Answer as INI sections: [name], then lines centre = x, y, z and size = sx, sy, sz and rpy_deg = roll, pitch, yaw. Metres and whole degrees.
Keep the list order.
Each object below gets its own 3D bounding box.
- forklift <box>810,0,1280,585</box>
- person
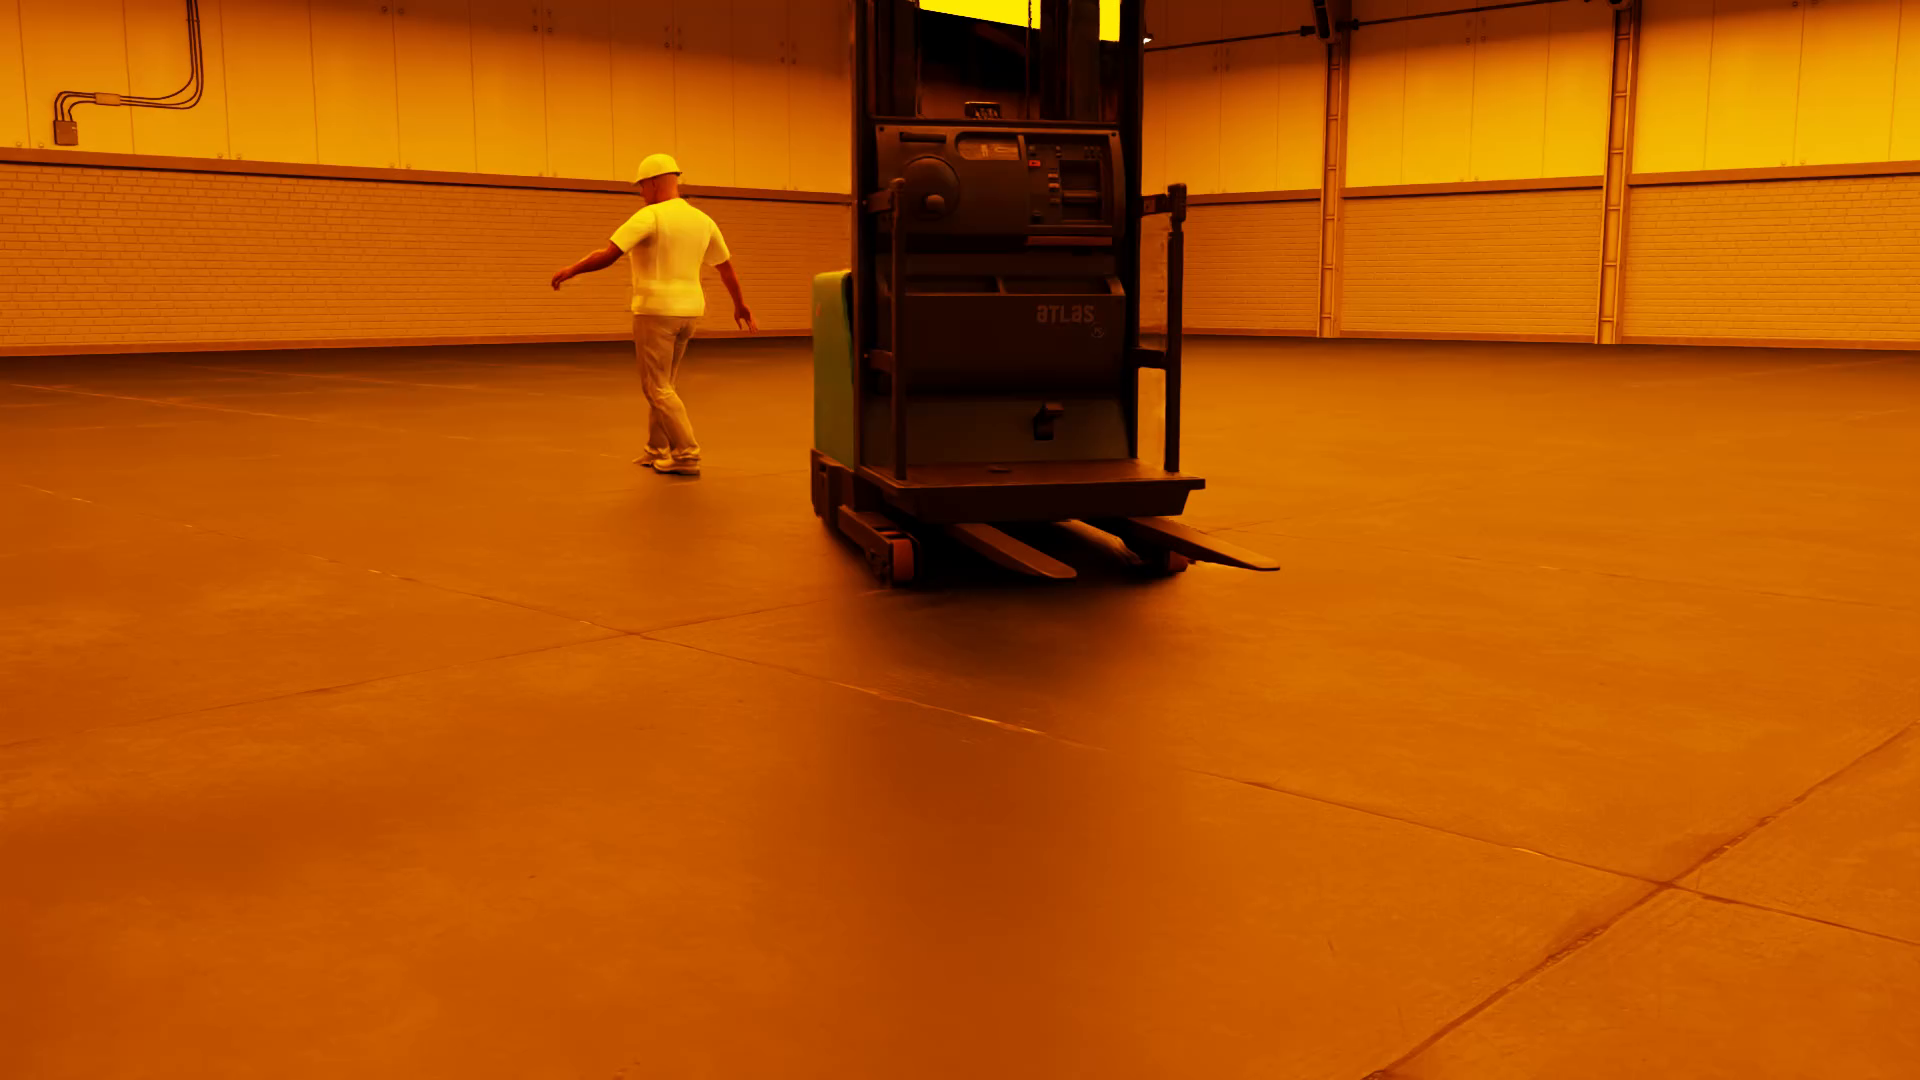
[forklift]
centre = 0.206, -1.355, 5.876
size = 1.130, 2.935, 3.031
rpy_deg = -2, 9, -14
[person]
centre = -1.657, -1.252, 9.255
size = 0.738, 1.749, 1.033
rpy_deg = 6, 10, 34
